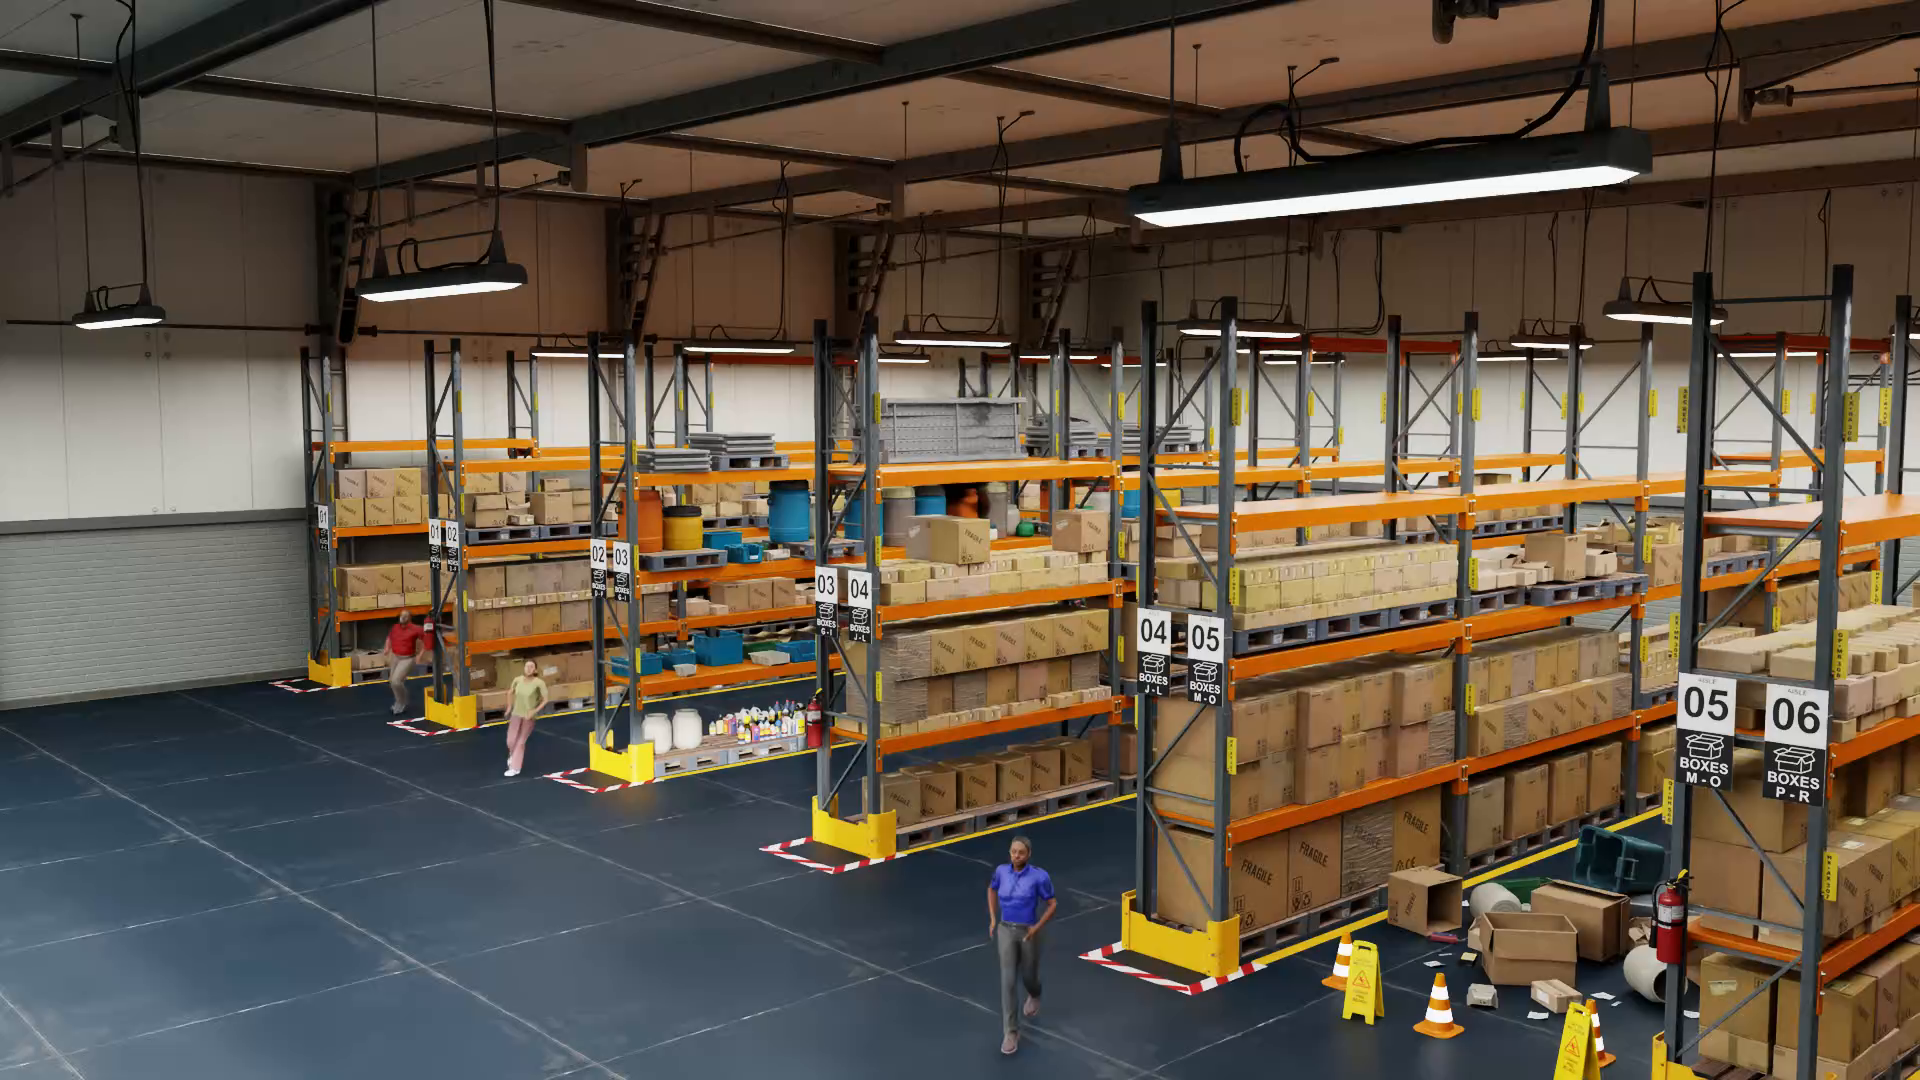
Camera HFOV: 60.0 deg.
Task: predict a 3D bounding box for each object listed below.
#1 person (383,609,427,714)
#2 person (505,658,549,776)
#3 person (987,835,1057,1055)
[{"bbox_3d":[-8.986,1.975,26.884,0.721,1.720,0.646,2,5,23],"label":"person"},{"bbox_3d":[-5.870,2.393,22.412,0.612,1.596,0.524,0,5,3],"label":"person"},{"bbox_3d":[0.488,3.173,13.346,0.595,1.654,0.877,1,5,12],"label":"person"}]
